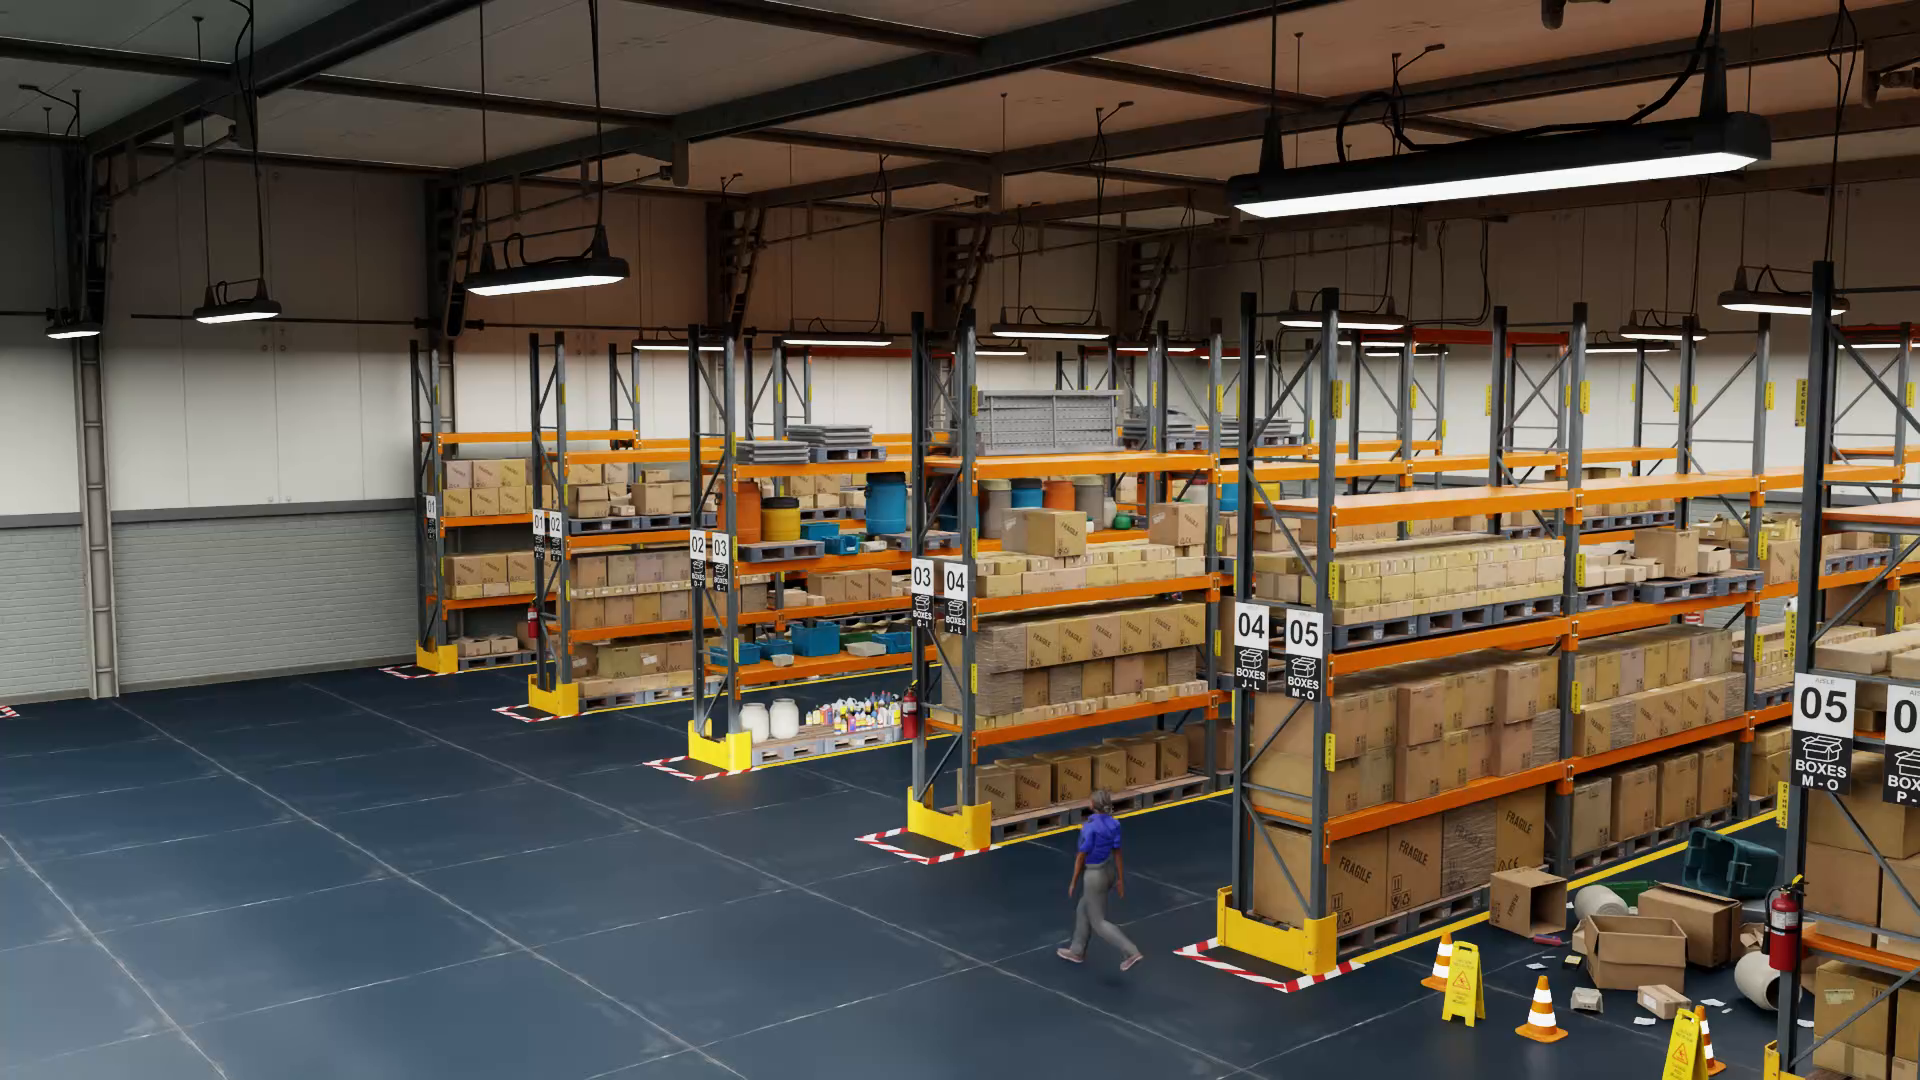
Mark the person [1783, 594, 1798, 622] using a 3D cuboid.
[{"bbox_3d":[14.886,1.595,29.574,0.776,1.651,0.527,2,6,19],"label":"person"}]

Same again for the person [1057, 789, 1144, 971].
[{"bbox_3d":[1.227,2.998,14.669,0.926,1.622,0.425,3,6,27],"label":"person"}]

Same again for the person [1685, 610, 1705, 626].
[{"bbox_3d":[13.026,1.530,29.760,0.560,1.804,0.533,3,6,33],"label":"person"}]
